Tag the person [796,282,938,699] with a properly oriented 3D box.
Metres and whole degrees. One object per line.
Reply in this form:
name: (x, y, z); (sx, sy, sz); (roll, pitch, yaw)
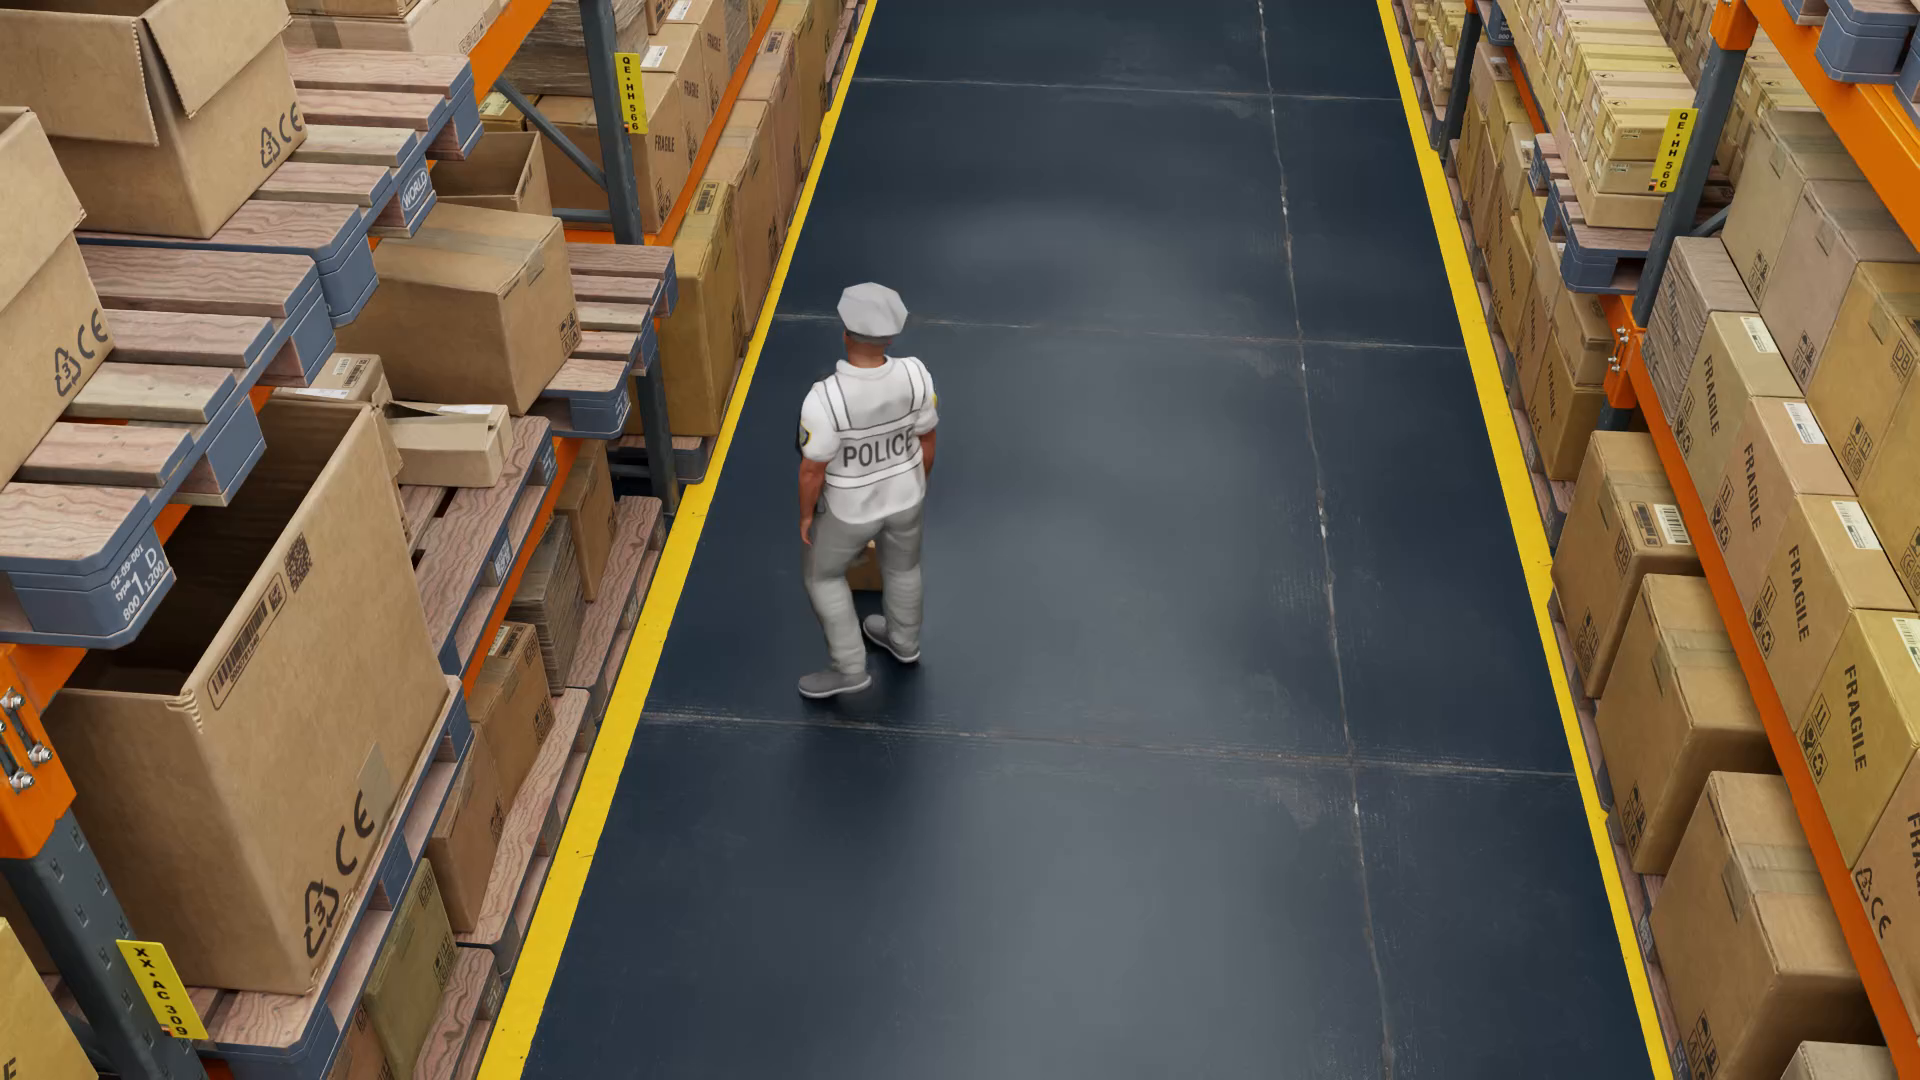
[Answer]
person: (-0.386, -0.161, 6.322); (0.627, 1.779, 0.439); (-20, 44, -22)
